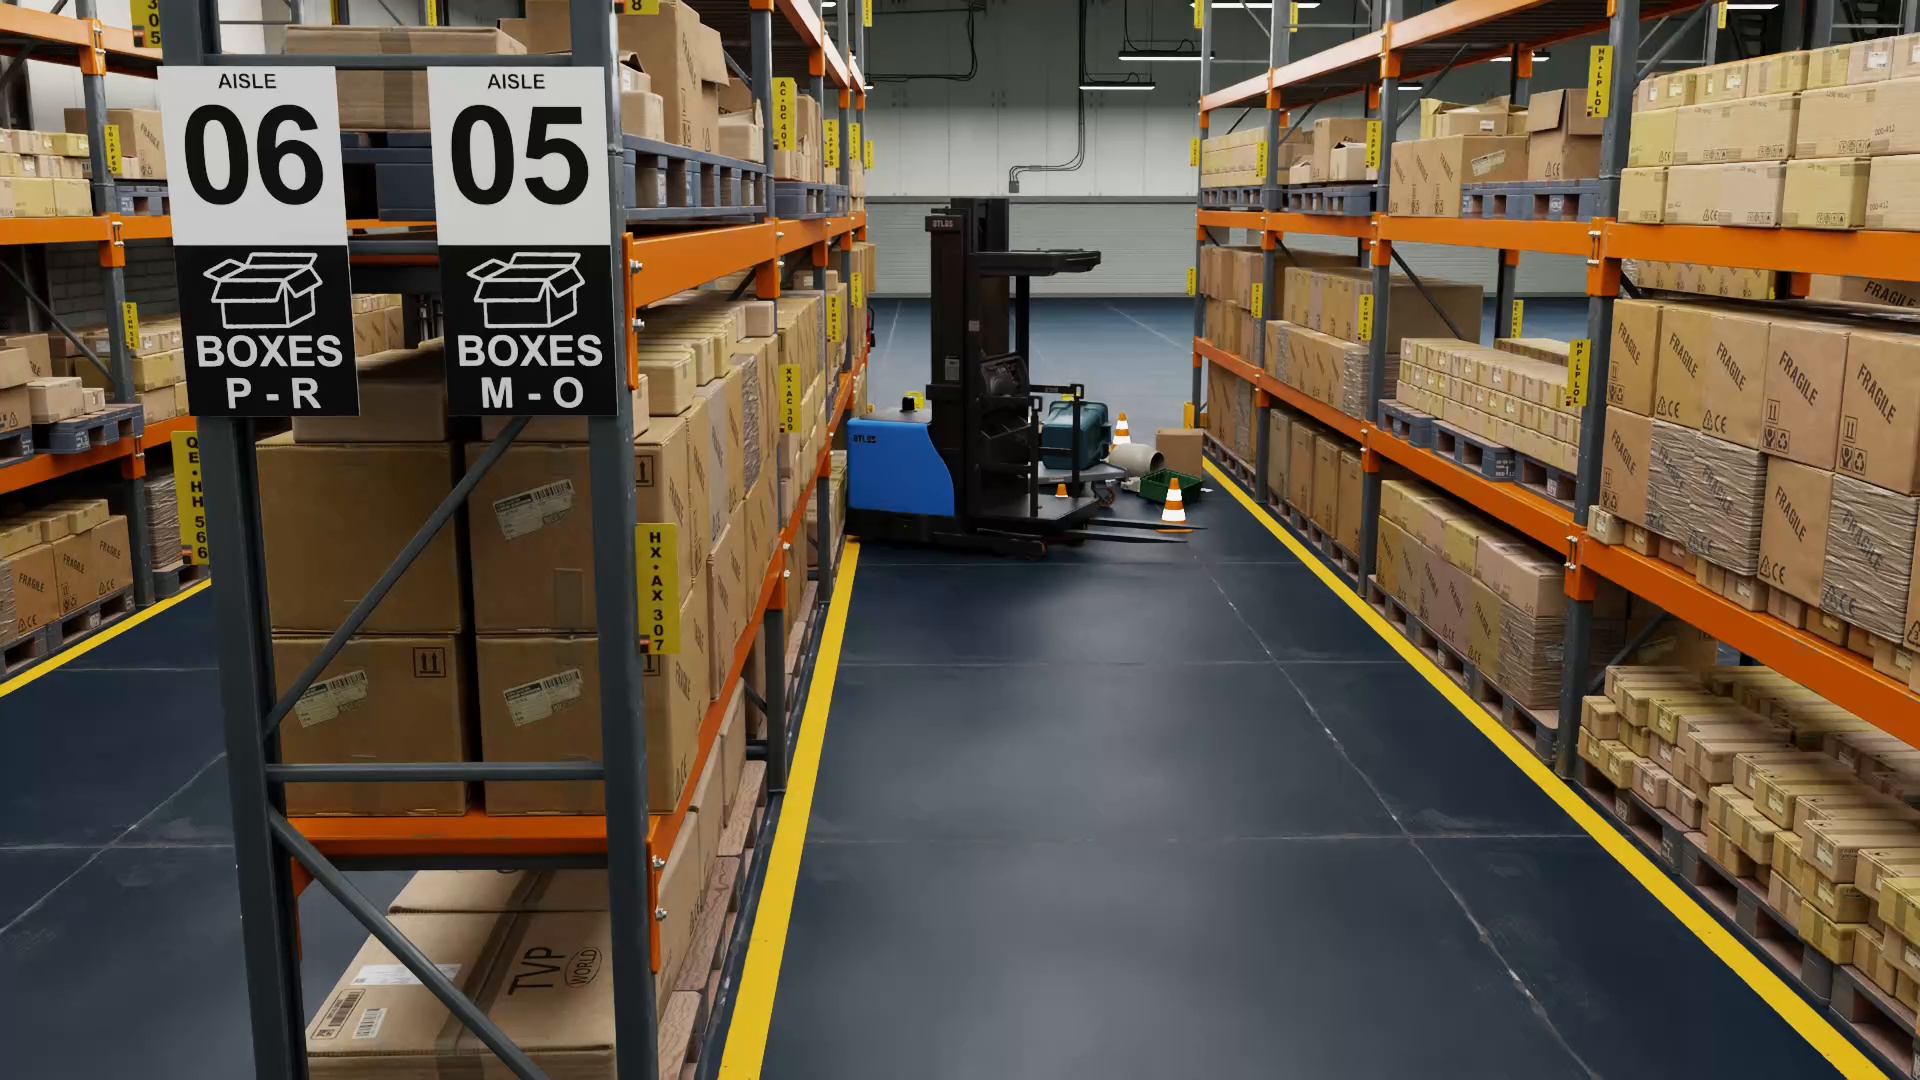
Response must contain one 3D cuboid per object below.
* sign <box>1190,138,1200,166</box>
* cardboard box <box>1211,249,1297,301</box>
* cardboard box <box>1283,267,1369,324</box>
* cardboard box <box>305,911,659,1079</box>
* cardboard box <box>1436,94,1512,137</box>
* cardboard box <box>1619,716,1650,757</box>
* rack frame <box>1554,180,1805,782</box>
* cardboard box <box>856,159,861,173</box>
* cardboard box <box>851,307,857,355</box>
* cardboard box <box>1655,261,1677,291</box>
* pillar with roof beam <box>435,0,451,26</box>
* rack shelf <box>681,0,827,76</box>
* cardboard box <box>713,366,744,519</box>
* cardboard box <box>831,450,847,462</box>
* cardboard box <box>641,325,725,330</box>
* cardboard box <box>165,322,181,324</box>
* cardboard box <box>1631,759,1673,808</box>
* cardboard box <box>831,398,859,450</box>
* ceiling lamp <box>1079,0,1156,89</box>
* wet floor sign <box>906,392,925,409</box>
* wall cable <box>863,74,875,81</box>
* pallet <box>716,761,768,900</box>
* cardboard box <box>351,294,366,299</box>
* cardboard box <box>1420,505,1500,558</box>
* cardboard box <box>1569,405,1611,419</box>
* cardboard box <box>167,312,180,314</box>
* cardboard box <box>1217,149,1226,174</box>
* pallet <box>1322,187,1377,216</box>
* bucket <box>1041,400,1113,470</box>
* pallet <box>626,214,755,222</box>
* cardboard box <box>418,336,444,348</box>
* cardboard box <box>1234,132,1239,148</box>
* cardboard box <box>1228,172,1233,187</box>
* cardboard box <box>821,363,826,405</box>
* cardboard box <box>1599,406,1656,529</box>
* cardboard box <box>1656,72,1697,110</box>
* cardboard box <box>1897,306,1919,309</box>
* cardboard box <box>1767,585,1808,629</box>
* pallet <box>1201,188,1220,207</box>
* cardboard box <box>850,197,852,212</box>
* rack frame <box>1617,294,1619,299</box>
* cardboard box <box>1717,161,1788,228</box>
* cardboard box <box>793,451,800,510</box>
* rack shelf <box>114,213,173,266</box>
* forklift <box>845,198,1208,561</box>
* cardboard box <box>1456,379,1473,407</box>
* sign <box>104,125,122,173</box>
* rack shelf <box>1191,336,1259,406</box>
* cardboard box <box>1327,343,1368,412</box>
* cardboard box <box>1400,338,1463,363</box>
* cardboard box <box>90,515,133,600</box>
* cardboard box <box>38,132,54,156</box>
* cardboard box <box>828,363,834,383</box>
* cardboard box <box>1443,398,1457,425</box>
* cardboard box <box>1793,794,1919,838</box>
[{"bbox_3d":[2.772,-4.573,19.614,0.100,0.325,0.005,0,11,-1],"label":"sign"},{"bbox_3d":[3.275,-2.945,18.437,0.875,0.550,0.550,0,11,-1],"label":"cardboard box"},{"bbox_3d":[3.425,-2.282,15.497,0.700,0.500,0.500,0,11,-2],"label":"cardboard box"},{"bbox_3d":[-1.403,1.503,4.994,0.875,0.438,0.875,-1,11,-3],"label":"cardboard box"},{"bbox_3d":[3.280,-2.706,10.633,0.396,0.266,0.258,0,11,-1],"label":"cardboard box"},{"bbox_3d":[3.357,0.917,7.859,0.380,0.149,0.250,0,11,-1],"label":"cardboard box"},{"bbox_3d":[3.575,-0.252,8.254,1.000,3.000,0.127,0,11,-1],"label":"rack frame"},{"bbox_3d":[-1.253,-3.963,17.633,0.380,0.149,0.250,0,11,0],"label":"cardboard box"},{"bbox_3d":[-1.268,-2.085,16.291,0.500,0.500,0.500,0,11,-1],"label":"cardboard box"},{"bbox_3d":[8.042,-3.013,18.351,0.500,0.500,0.500,0,11,-1],"label":"cardboard box"},{"bbox_3d":[-3.290,-6.584,24.378,9.100,9.000,0.400,0,11,-1],"label":"pillar with roof beam"},{"bbox_3d":[-1.414,-3.000,9.530,1.077,0.370,4.000,0,11,-1],"label":"rack shelf"},{"bbox_3d":[-1.062,-0.356,6.002,0.500,0.500,0.500,0,11,-1],"label":"cardboard box"},{"bbox_3d":[-1.524,-0.615,15.600,0.950,0.372,0.625,0,11,0],"label":"cardboard box"},{"bbox_3d":[-1.064,-0.705,6.092,0.380,0.149,0.250,0,11,-1],"label":"cardboard box"},{"bbox_3d":[-6.167,-1.673,13.379,0.380,0.149,0.250,0,11,0],"label":"cardboard box"},{"bbox_3d":[3.323,1.116,7.630,0.380,0.149,0.250,0,11,-1],"label":"cardboard box"},{"bbox_3d":[-1.280,-1.146,16.634,0.500,0.500,0.500,0,11,2],"label":"cardboard box"},{"bbox_3d":[4.127,-13.479,43.686,2.000,3.185,0.800,0,11,-1],"label":"ceiling lamp"},{"bbox_3d":[-0.554,-1.485,20.255,0.267,0.644,0.232,4,12,18],"label":"wet floor sign"},{"bbox_3d":[-4.124,-12.892,50.581,3.097,2.526,0.112,0,11,-1],"label":"wall cable"},{"bbox_3d":[-1.435,1.307,7.586,1.003,0.211,1.213,0,11,-1],"label":"pallet"},{"bbox_3d":[-6.223,-2.511,16.763,0.380,0.149,0.250,0,11,0],"label":"cardboard box"},{"bbox_3d":[3.272,-0.058,10.643,0.500,0.250,0.500,0,11,-1],"label":"cardboard box"},{"bbox_3d":[3.371,-0.705,8.568,0.380,0.149,0.250,0,11,1],"label":"cardboard box"},{"bbox_3d":[-6.724,-1.922,14.608,0.380,0.149,0.250,0,11,-2],"label":"cardboard box"},{"bbox_3d":[3.103,-4.136,18.178,0.500,0.250,0.500,0,11,-2],"label":"cardboard box"},{"bbox_3d":[3.426,-2.552,12.524,1.213,0.211,1.003,0,11,1],"label":"pallet"},{"bbox_3d":[1.101,-1.000,16.354,0.726,0.611,0.620,4,22,18],"label":"bucket"},{"bbox_3d":[-1.441,-1.769,8.673,0.805,0.209,1.217,-1,11,-3],"label":"pallet"},{"bbox_3d":[-1.579,-0.597,5.559,0.380,0.149,0.250,0,11,0],"label":"cardboard box"},{"bbox_3d":[3.058,-4.157,17.277,0.380,0.149,0.250,0,11,-2],"label":"cardboard box"},{"bbox_3d":[3.050,-3.818,17.614,0.380,0.149,0.250,0,11,-1],"label":"cardboard box"},{"bbox_3d":[-1.191,-1.082,11.470,0.500,0.250,0.500,0,11,-1],"label":"cardboard box"},{"bbox_3d":[3.333,-0.347,7.725,0.500,0.500,0.500,0,11,-2],"label":"cardboard box"},{"bbox_3d":[3.311,-1.975,7.324,0.380,0.149,0.250,-1,11,-4],"label":"cardboard box"},{"bbox_3d":[8.498,-1.754,14.346,0.797,0.503,0.637,1,12,5],"label":"cardboard box"},{"bbox_3d":[3.381,0.244,6.444,0.380,0.149,0.250,0,11,1],"label":"cardboard box"},{"bbox_3d":[3.352,-3.916,18.996,1.003,0.211,1.213,0,11,-1],"label":"pallet"},{"bbox_3d":[-1.246,-3.264,16.189,0.380,0.149,0.250,0,11,-1],"label":"cardboard box"},{"bbox_3d":[8.288,-2.637,20.014,1.000,3.000,0.127,0,11,-1],"label":"rack frame"},{"bbox_3d":[3.331,-1.352,6.511,0.500,0.250,0.500,0,11,1],"label":"cardboard box"},{"bbox_3d":[-1.130,-0.329,9.014,0.500,0.250,0.500,-1,11,-3],"label":"cardboard box"},{"bbox_3d":[-6.459,-2.500,13.603,1.077,0.370,4.000,0,11,-1],"label":"rack shelf"},{"bbox_3d":[0.568,-1.386,14.019,3.031,2.935,1.130,5,13,24],"label":"forklift"},{"bbox_3d":[3.329,-0.922,10.388,0.380,0.149,0.250,0,11,-2],"label":"cardboard box"},{"bbox_3d":[-5.875,-2.710,11.530,0.100,0.325,0.005,0,11,-1],"label":"sign"},{"bbox_3d":[3.368,-1.887,18.124,1.077,0.370,4.000,0,11,-1],"label":"rack shelf"},{"bbox_3d":[3.205,-1.283,13.088,0.500,0.500,0.500,0,11,-1],"label":"cardboard box"},{"bbox_3d":[3.308,-1.327,11.637,0.380,0.149,0.250,0,11,-1],"label":"cardboard box"},{"bbox_3d":[-6.194,0.117,11.667,0.500,0.500,0.500,0,11,0],"label":"cardboard box"},{"bbox_3d":[-6.215,-2.603,10.927,0.380,0.149,0.250,-1,11,-3],"label":"cardboard box"},{"bbox_3d":[-1.193,-1.320,13.097,0.380,0.149,0.250,0,11,-1],"label":"cardboard box"},{"bbox_3d":[3.326,-0.826,10.662,0.380,0.149,0.250,0,11,1],"label":"cardboard box"},{"bbox_3d":[3.415,1.080,6.307,0.380,0.149,0.250,-1,11,-3],"label":"cardboard box"}]
